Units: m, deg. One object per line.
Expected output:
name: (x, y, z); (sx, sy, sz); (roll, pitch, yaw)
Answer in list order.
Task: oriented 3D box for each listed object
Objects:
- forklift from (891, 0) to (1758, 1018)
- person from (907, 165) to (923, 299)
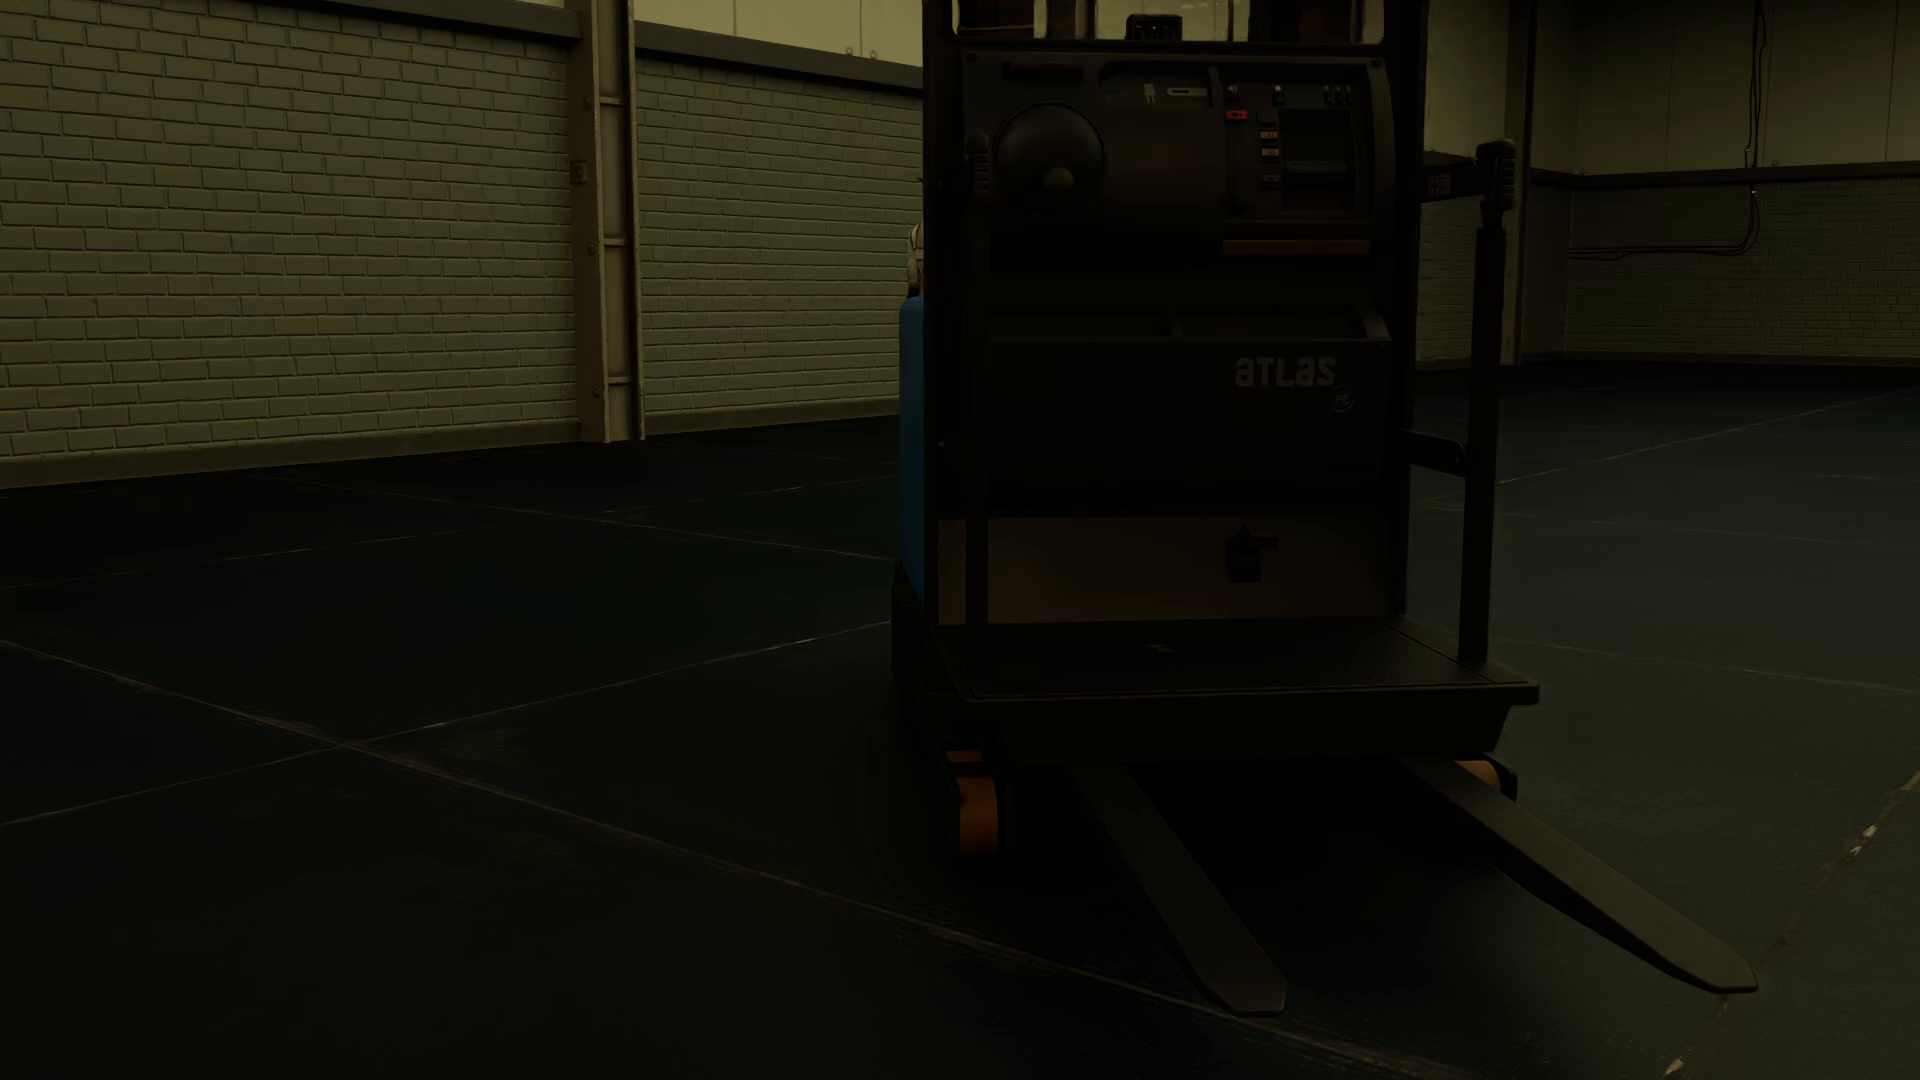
forklift: (0.492, -0.886, 3.338); (1.130, 2.935, 3.031); (-1, 8, -6)
person: (0.063, -0.852, 7.326); (0.569, 1.695, 0.530); (7, 11, 38)
